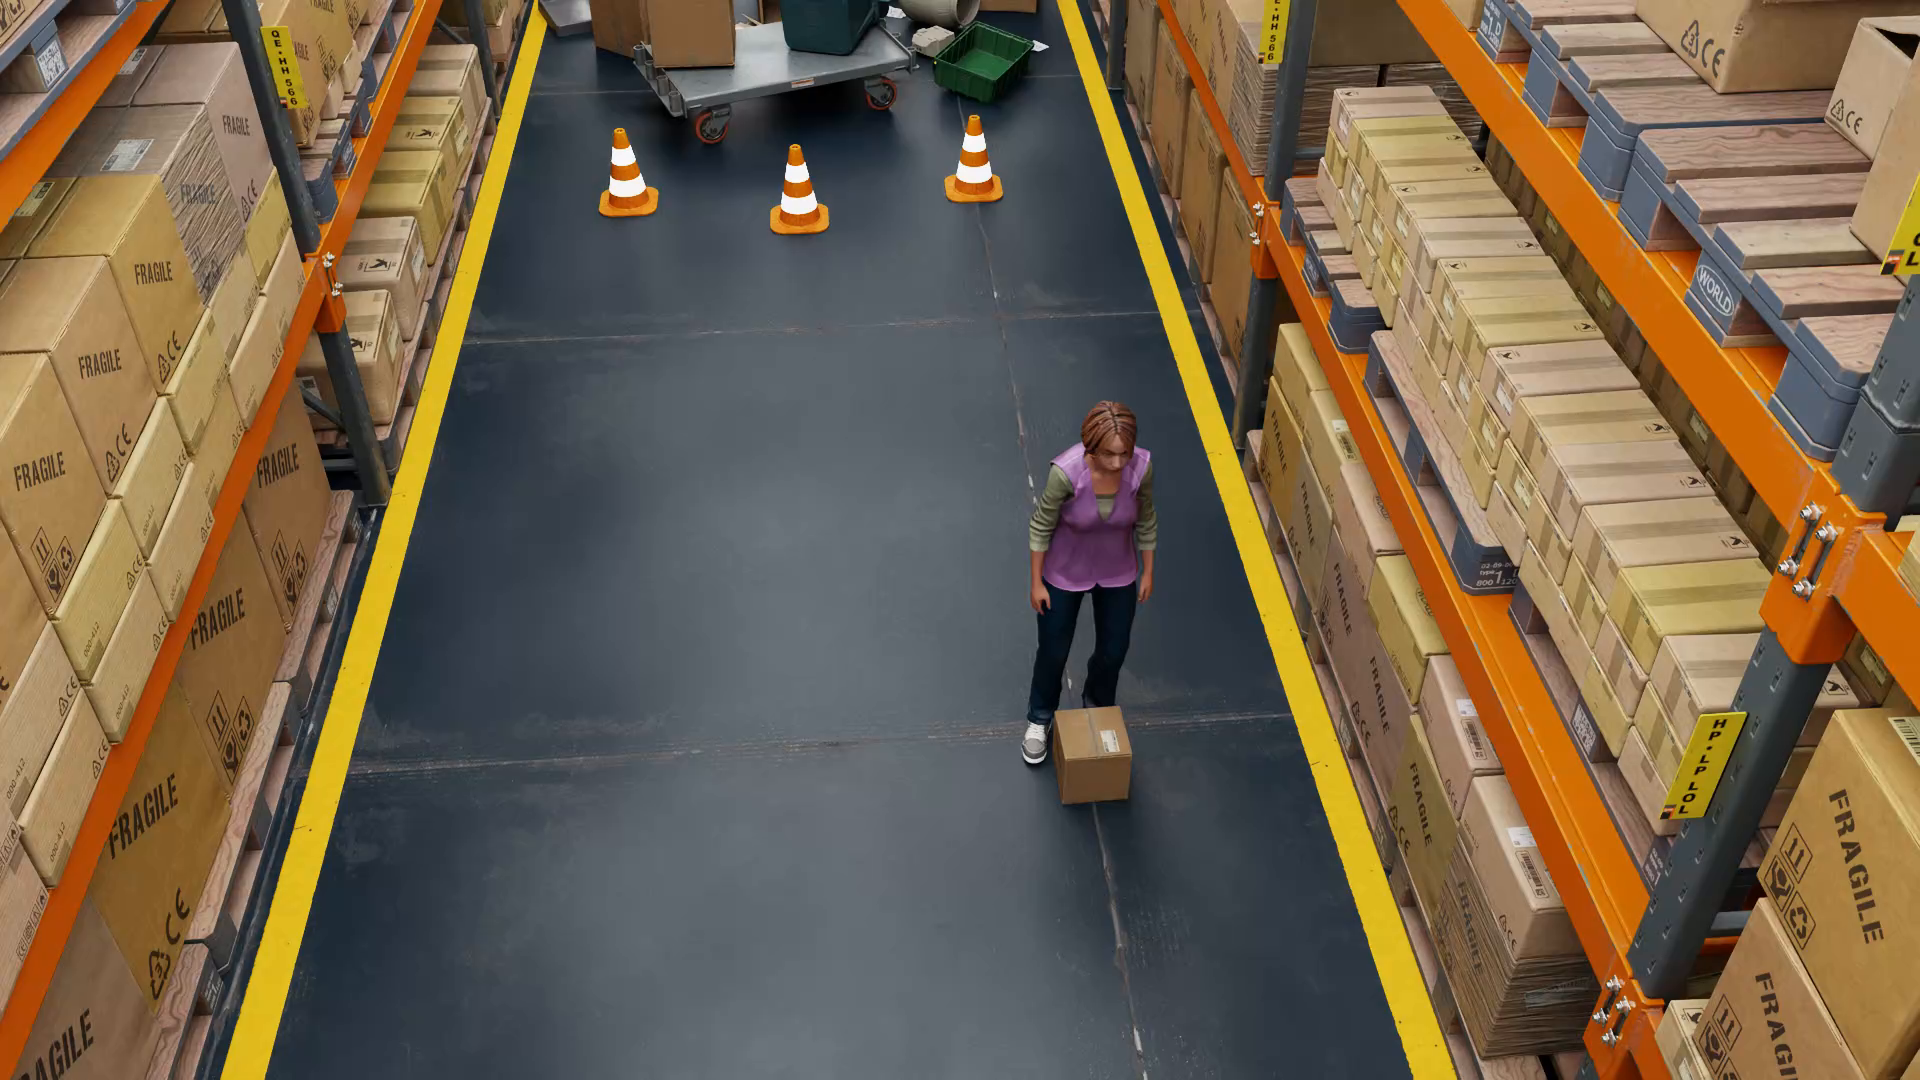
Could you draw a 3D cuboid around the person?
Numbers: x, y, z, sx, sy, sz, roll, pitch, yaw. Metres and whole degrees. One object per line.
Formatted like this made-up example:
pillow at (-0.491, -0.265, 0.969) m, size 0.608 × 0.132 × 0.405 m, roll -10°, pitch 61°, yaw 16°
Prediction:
person at (0.469, 0.150, 5.982) m, size 0.484 × 1.593 × 0.375 m, roll -5°, pitch 40°, yaw -6°
